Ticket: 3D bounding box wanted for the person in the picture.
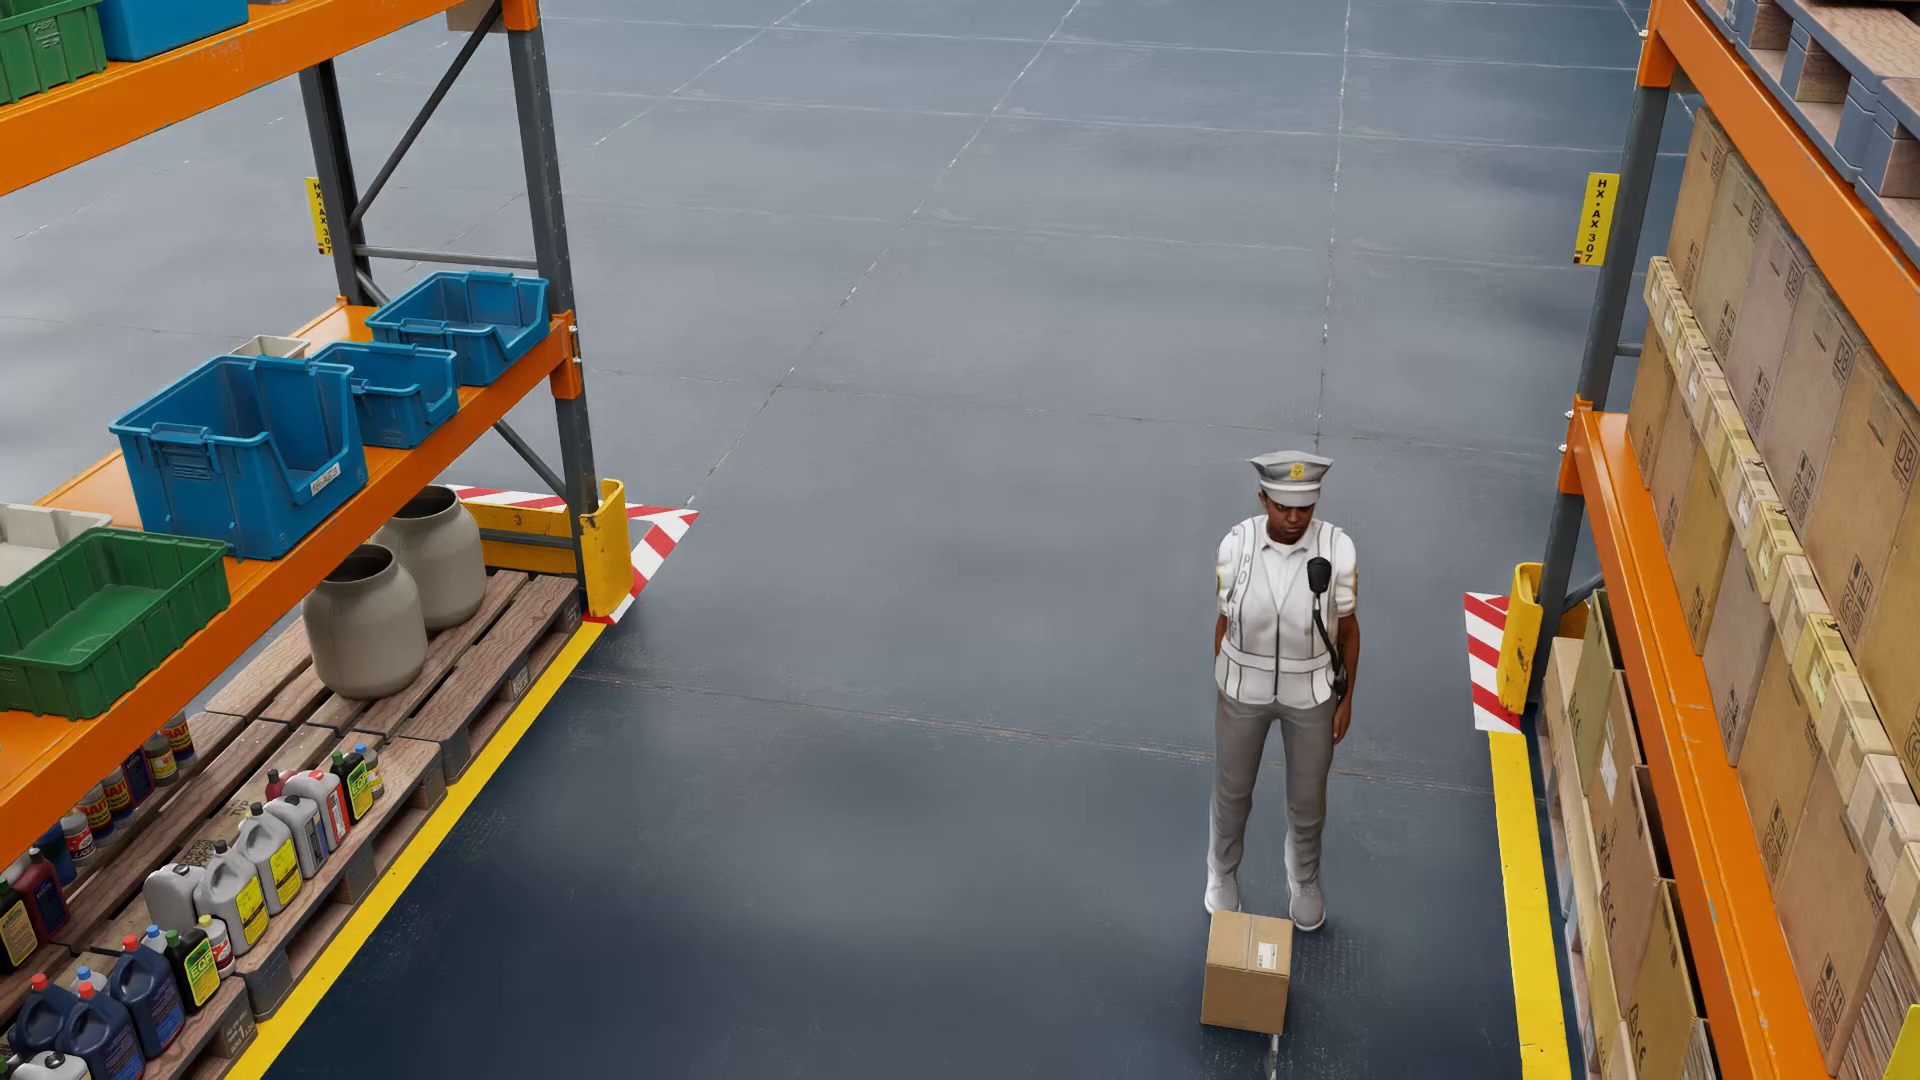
[{"bbox_3d":[1.003,0.484,5.231,0.467,1.695,0.337,7,30,12],"label":"person"}]
